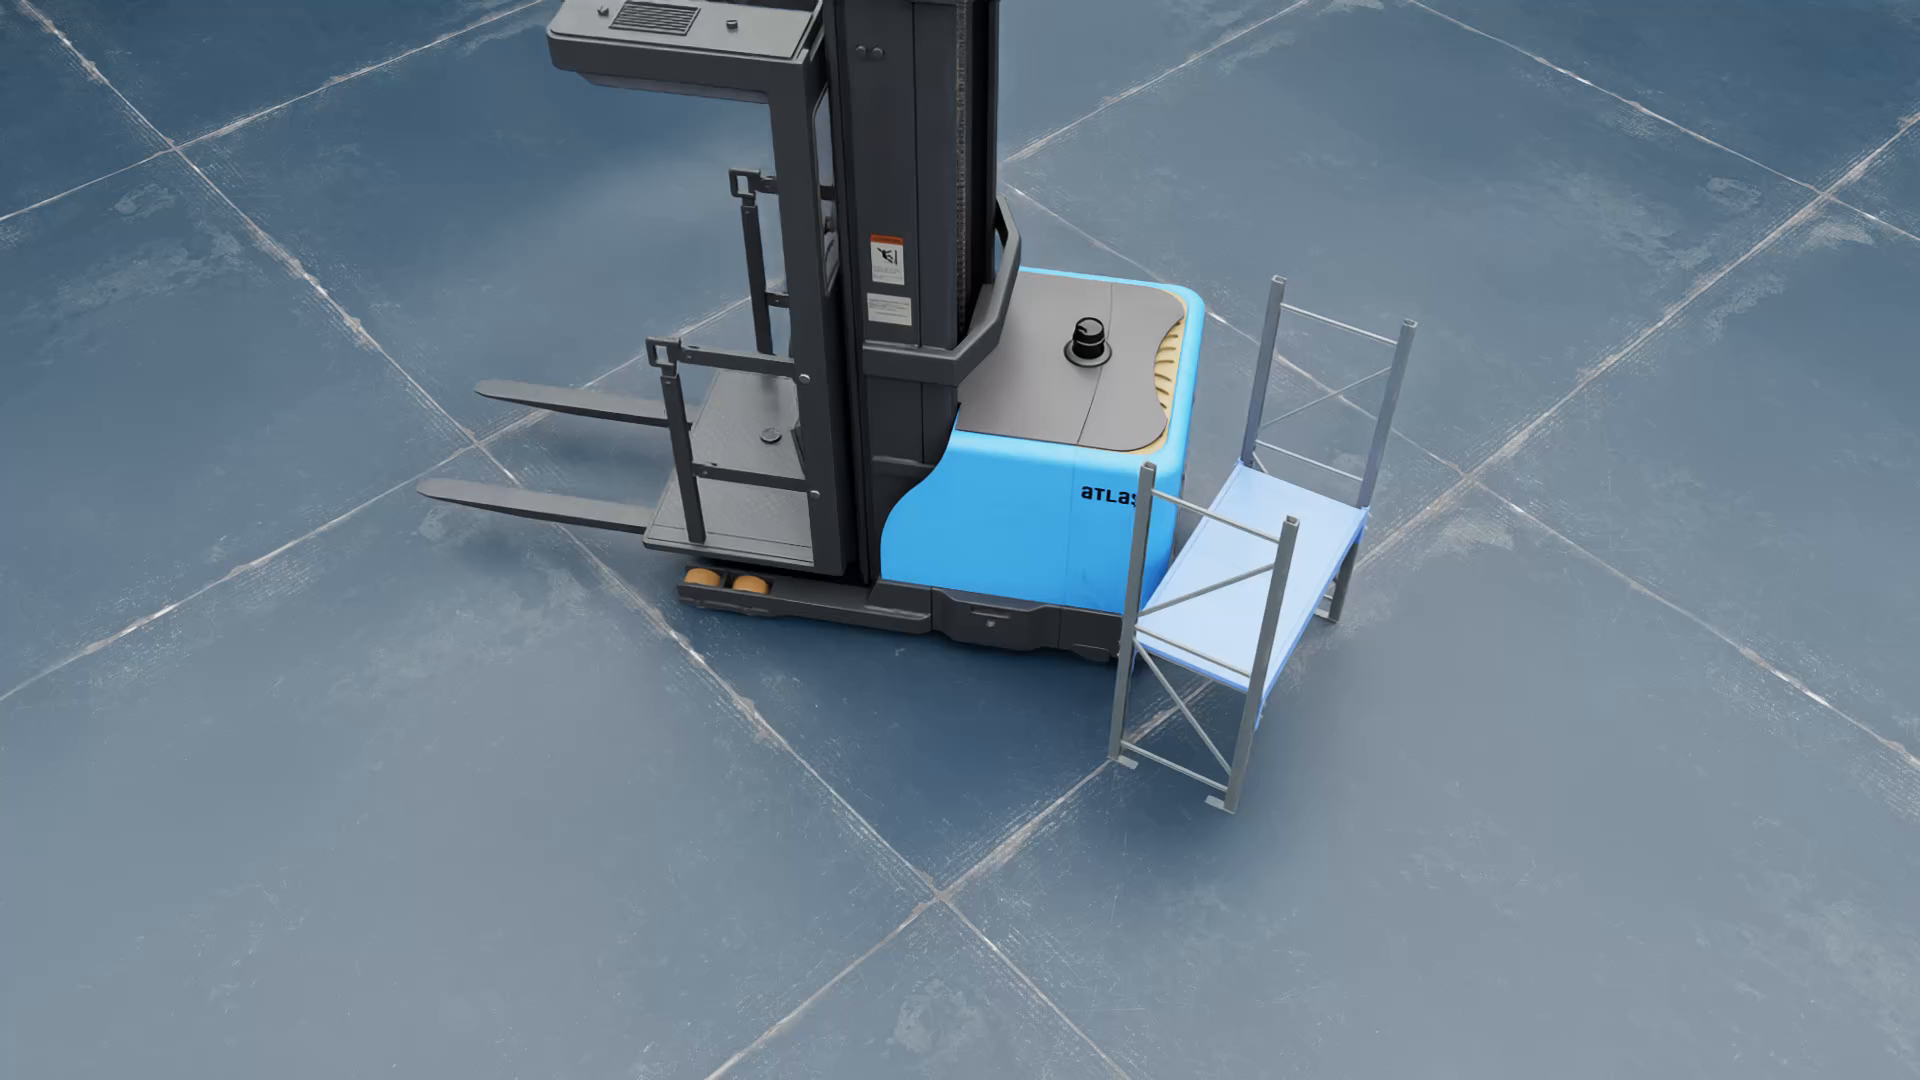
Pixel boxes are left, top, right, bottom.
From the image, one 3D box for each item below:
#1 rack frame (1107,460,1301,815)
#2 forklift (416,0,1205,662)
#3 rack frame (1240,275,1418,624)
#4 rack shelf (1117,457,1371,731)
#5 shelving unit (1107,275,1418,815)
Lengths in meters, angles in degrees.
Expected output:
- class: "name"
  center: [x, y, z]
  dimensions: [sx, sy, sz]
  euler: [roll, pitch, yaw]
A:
- class: "rack frame"
  center: [0.763, 0.368, 5.443]
  dimensions: [0.500, 1.500, 0.032]
  euler: [23, 51, 20]
- class: "forklift"
  center: [-0.641, -1.070, 5.796]
  dimensions: [3.031, 2.935, 1.130]
  euler: [8, 48, 7]
- class: "rack frame"
  center: [1.267, -0.281, 6.042]
  dimensions: [0.500, 1.500, 0.032]
  euler: [23, 51, 20]
- class: "rack shelf"
  center: [1.015, 0.165, 5.875]
  dimensions: [0.538, 0.185, 1.000]
  euler: [23, 51, 20]
- class: "shelving unit"
  center: [1.015, 0.043, 5.743]
  dimensions: [0.538, 1.500, 1.048]
  euler: [23, 51, 20]
